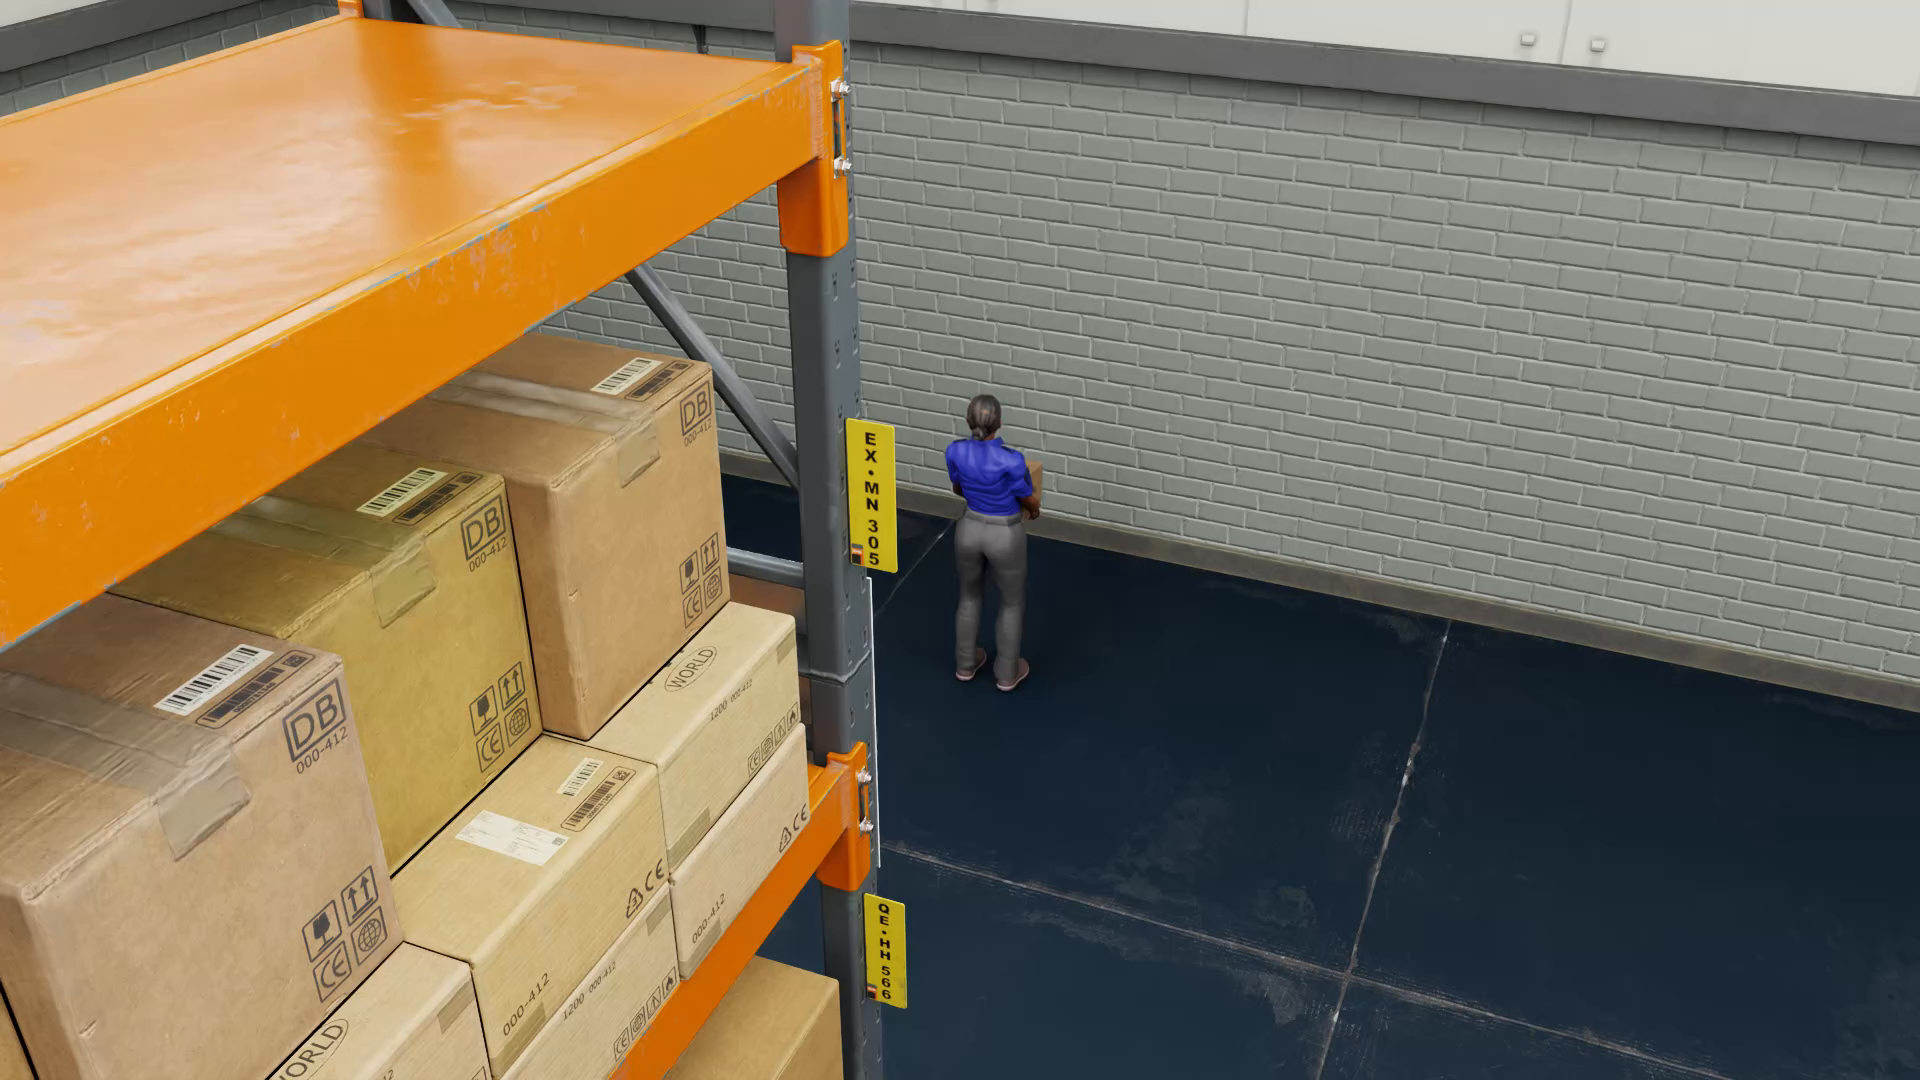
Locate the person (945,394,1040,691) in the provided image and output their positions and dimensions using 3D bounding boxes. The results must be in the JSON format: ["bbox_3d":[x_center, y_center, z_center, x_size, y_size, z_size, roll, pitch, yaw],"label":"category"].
[{"bbox_3d":[0.188,-0.032,8.462,0.451,1.650,0.512,12,32,20],"label":"person"}]
